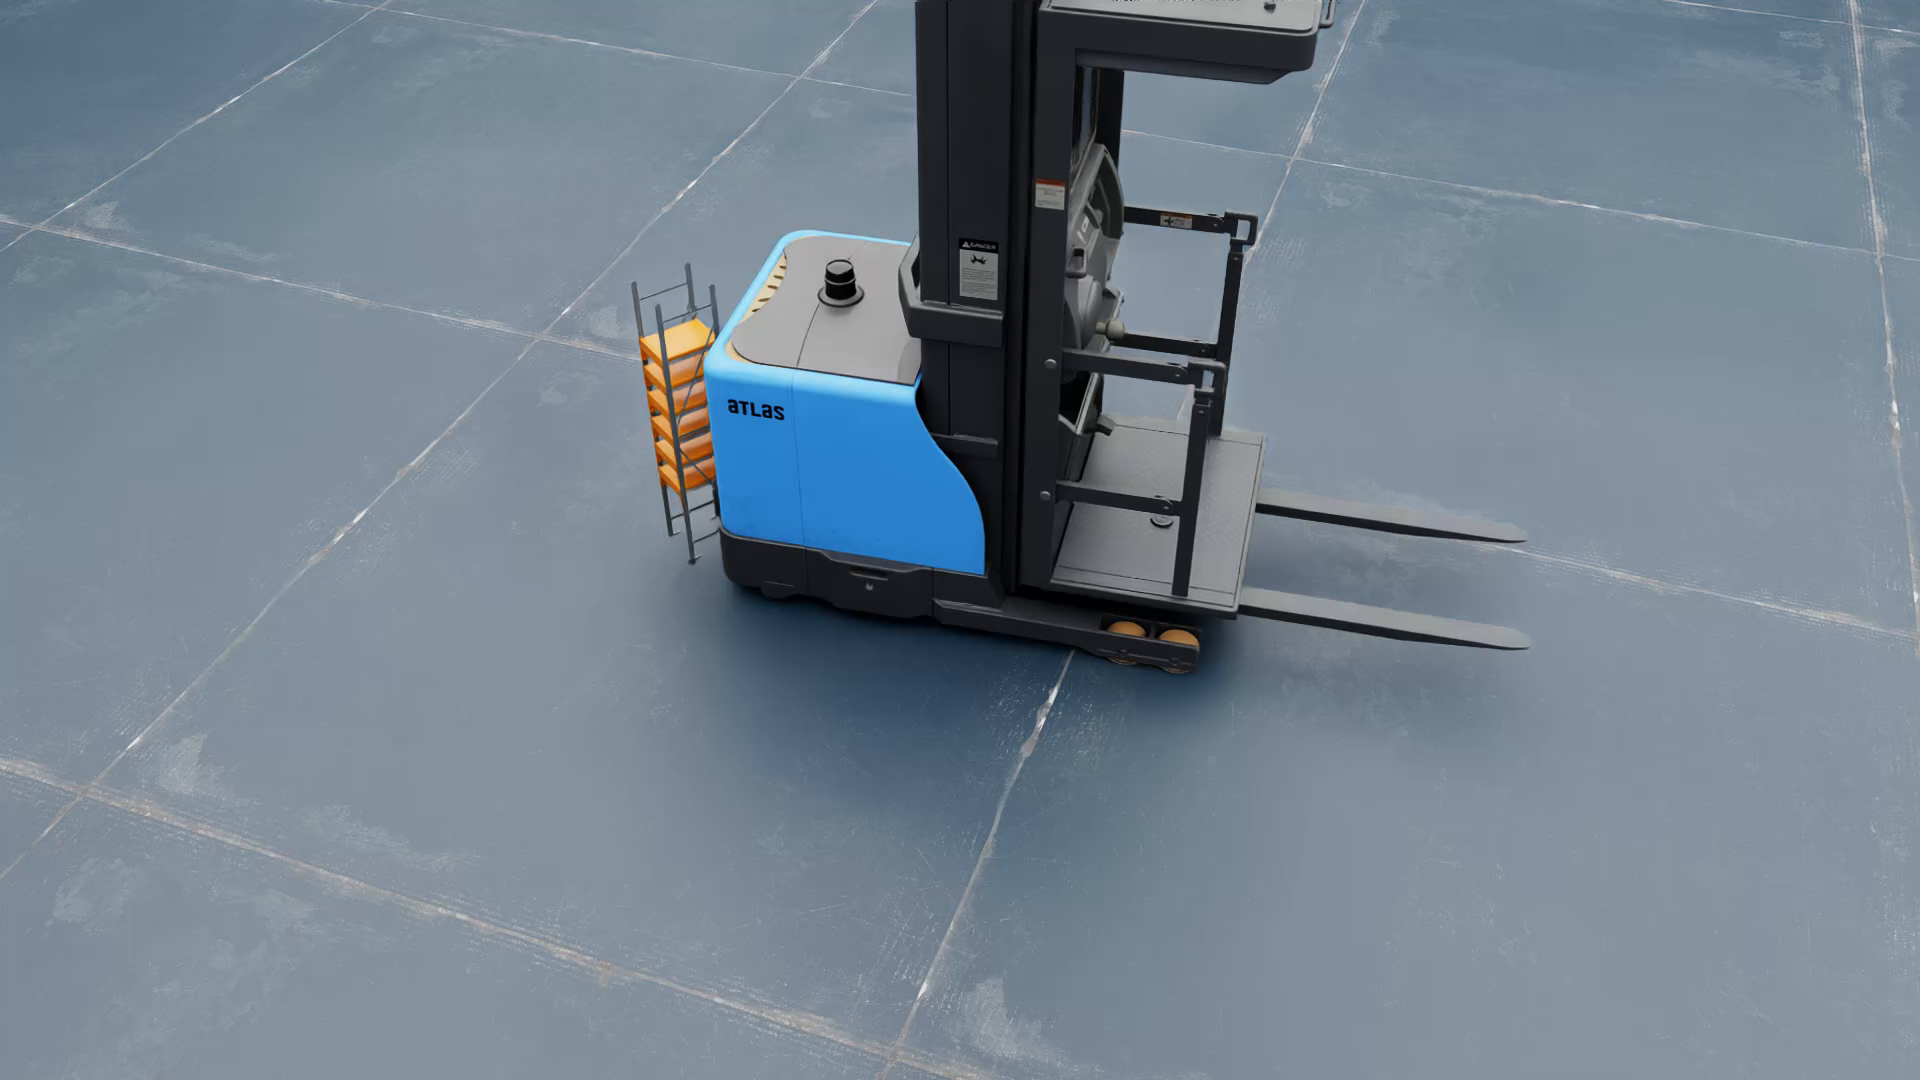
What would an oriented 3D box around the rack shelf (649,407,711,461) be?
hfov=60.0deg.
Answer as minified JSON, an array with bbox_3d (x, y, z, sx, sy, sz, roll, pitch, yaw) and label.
[{"bbox_3d":[-1.035,-0.434,6.402,0.258,0.103,0.180,-25,46,-26],"label":"rack shelf"}]

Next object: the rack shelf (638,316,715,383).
[{"bbox_3d":[-1.035,-0.707,6.169,0.258,0.103,0.180,-25,46,-26],"label":"rack shelf"}]

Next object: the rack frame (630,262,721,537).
[{"bbox_3d":[-1.088,-0.515,6.430,0.240,1.200,0.006,-25,46,-26],"label":"rack frame"}]

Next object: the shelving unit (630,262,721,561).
[{"bbox_3d":[-1.035,-0.467,6.373,0.258,1.200,0.189,-25,46,-26],"label":"shelving unit"}]

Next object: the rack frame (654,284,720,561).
[{"bbox_3d":[-0.981,-0.419,6.317,0.240,1.200,0.006,-25,46,-26],"label":"rack frame"}]

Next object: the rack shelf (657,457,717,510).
[{"bbox_3d":[-1.035,-0.251,6.558,0.258,0.103,0.180,-25,46,-26],"label":"rack shelf"}]

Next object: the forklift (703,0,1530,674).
[{"bbox_3d":[0.649,-1.001,5.665,3.031,2.935,1.130,9,41,10],"label":"forklift"}]

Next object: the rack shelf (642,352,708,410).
[{"bbox_3d":[-1.035,-0.616,6.246,0.258,0.103,0.180,-25,46,-26],"label":"rack shelf"}]

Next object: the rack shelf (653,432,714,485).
[{"bbox_3d":[-1.035,-0.342,6.480,0.258,0.103,0.180,-25,46,-26],"label":"rack shelf"}]

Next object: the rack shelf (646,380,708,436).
[{"bbox_3d":[-1.035,-0.525,6.324,0.258,0.103,0.180,-25,46,-26],"label":"rack shelf"}]
